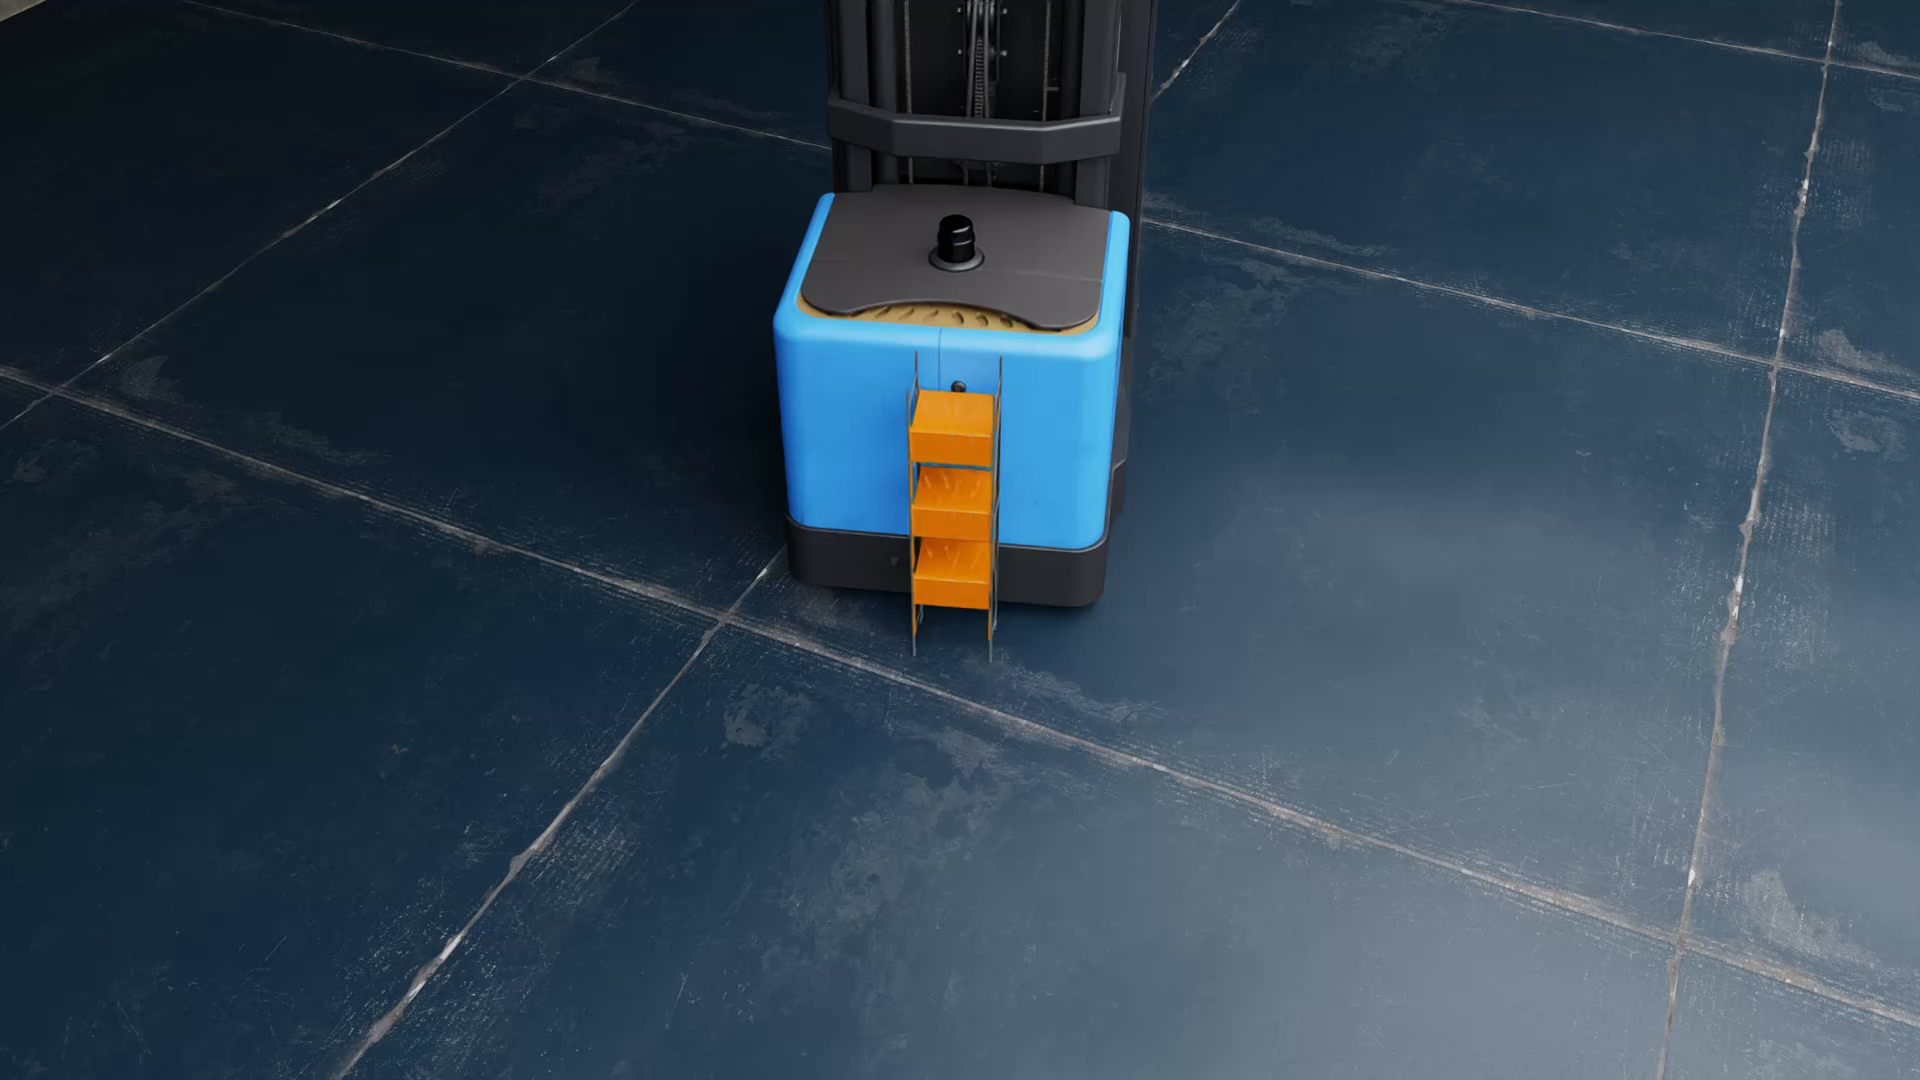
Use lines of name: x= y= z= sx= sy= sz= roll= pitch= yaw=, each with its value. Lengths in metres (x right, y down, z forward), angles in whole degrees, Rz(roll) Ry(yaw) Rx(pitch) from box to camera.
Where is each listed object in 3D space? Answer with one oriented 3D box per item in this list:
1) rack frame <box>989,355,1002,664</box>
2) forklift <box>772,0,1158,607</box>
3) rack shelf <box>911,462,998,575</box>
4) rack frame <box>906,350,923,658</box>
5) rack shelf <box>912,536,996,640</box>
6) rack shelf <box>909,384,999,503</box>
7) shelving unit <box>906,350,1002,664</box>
rack frame: x=0.106 y=-0.067 z=5.026 sx=0.008 sy=1.050 sz=0.200 roll=4 pitch=41 yaw=5
forklift: x=0.131 y=-1.854 z=5.651 sx=1.130 sy=2.935 sz=3.031 roll=5 pitch=41 yaw=6
rack shelf: x=-0.015 y=-0.068 z=5.043 sx=0.240 sy=0.259 sz=0.215 roll=4 pitch=41 yaw=5
rack frame: x=-0.136 y=-0.085 z=5.046 sx=0.008 sy=1.050 sz=0.200 roll=4 pitch=41 yaw=5
rack shelf: x=-0.015 y=0.142 z=5.225 sx=0.240 sy=0.259 sz=0.215 roll=4 pitch=41 yaw=5
rack shelf: x=-0.015 y=-0.282 z=4.857 sx=0.240 sy=0.259 sz=0.215 roll=4 pitch=41 yaw=5
shelving unit: x=-0.015 y=-0.076 z=5.036 sx=0.252 sy=1.050 sz=0.215 roll=4 pitch=41 yaw=5
